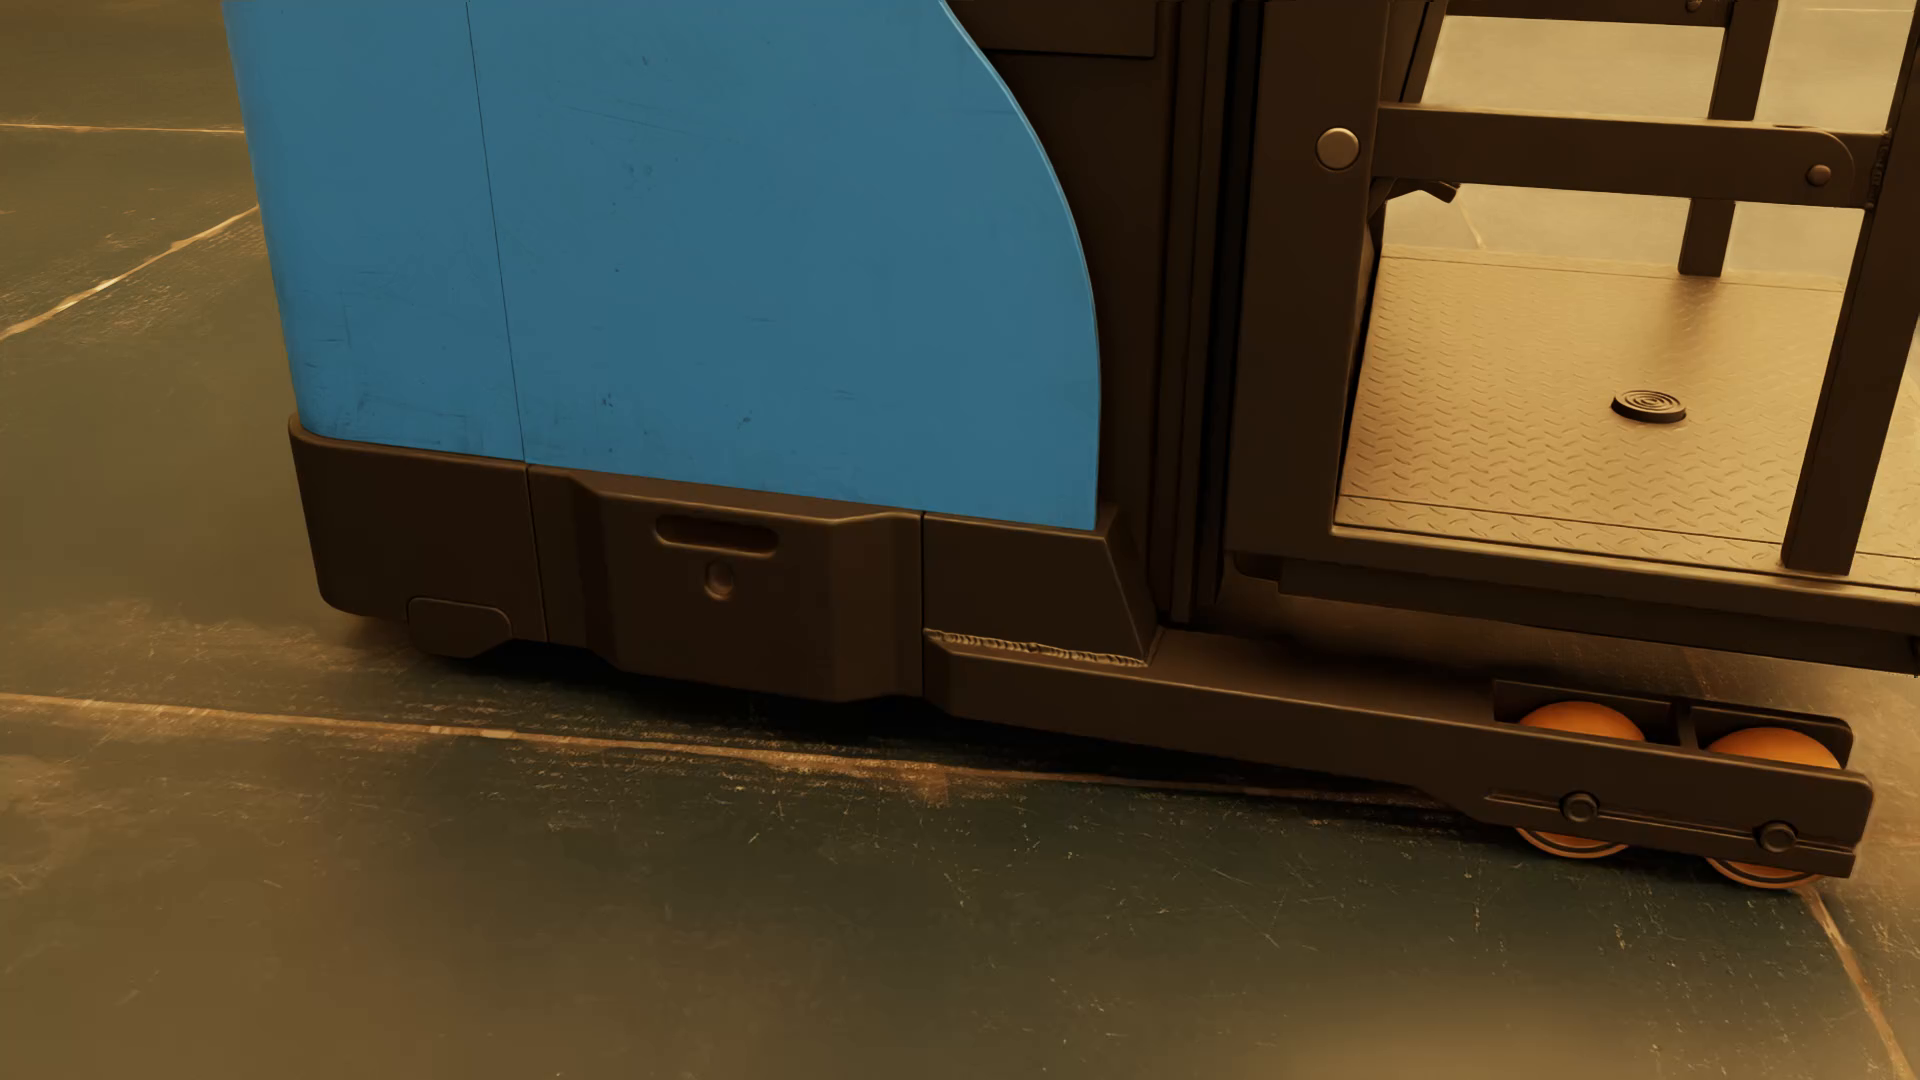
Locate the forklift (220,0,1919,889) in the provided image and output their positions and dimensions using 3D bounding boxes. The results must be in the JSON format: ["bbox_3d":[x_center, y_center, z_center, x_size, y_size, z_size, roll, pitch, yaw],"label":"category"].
[{"bbox_3d":[0.720,-1.207,1.637,3.031,2.935,1.130,7,27,14],"label":"forklift"}]
